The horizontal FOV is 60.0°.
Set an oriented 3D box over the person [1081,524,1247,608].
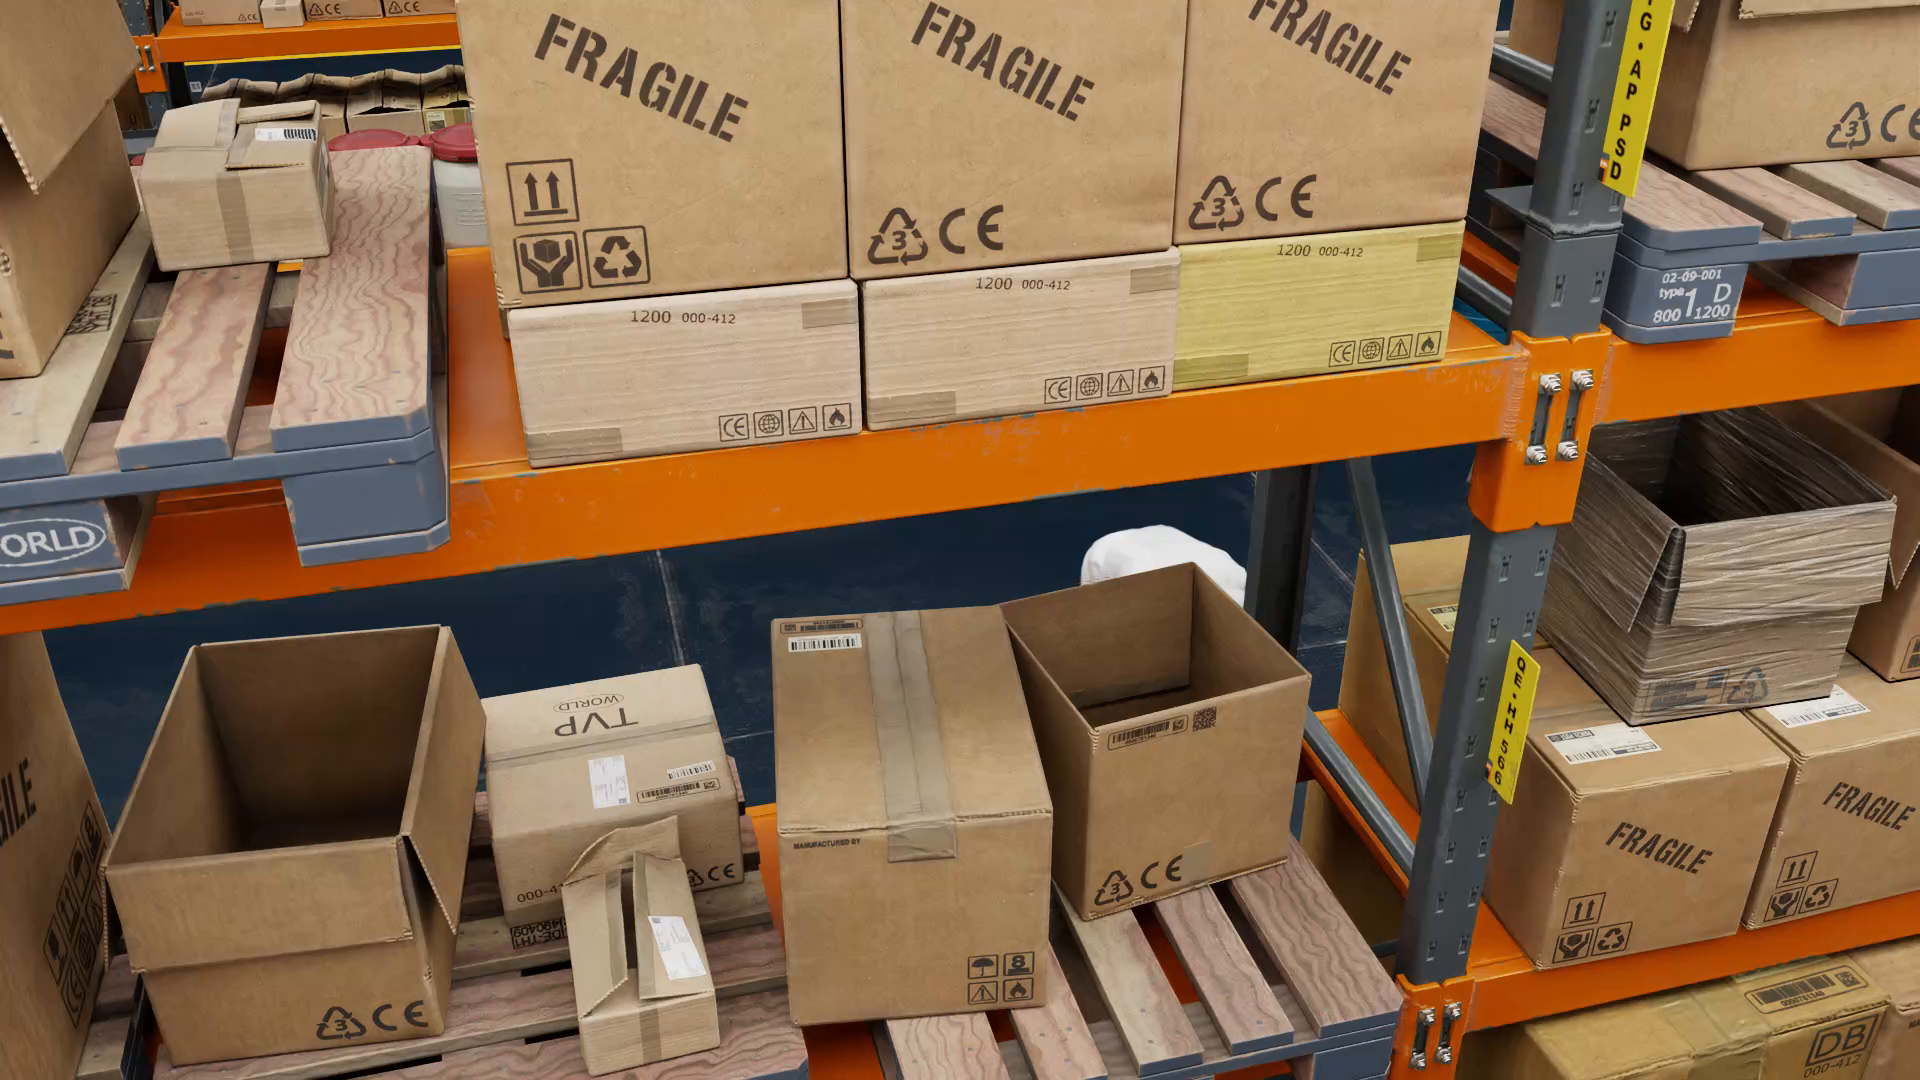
[{"bbox_3d":[0.787,0.436,6.100,0.527,1.019,0.958,-9,31,-15],"label":"person"}]
